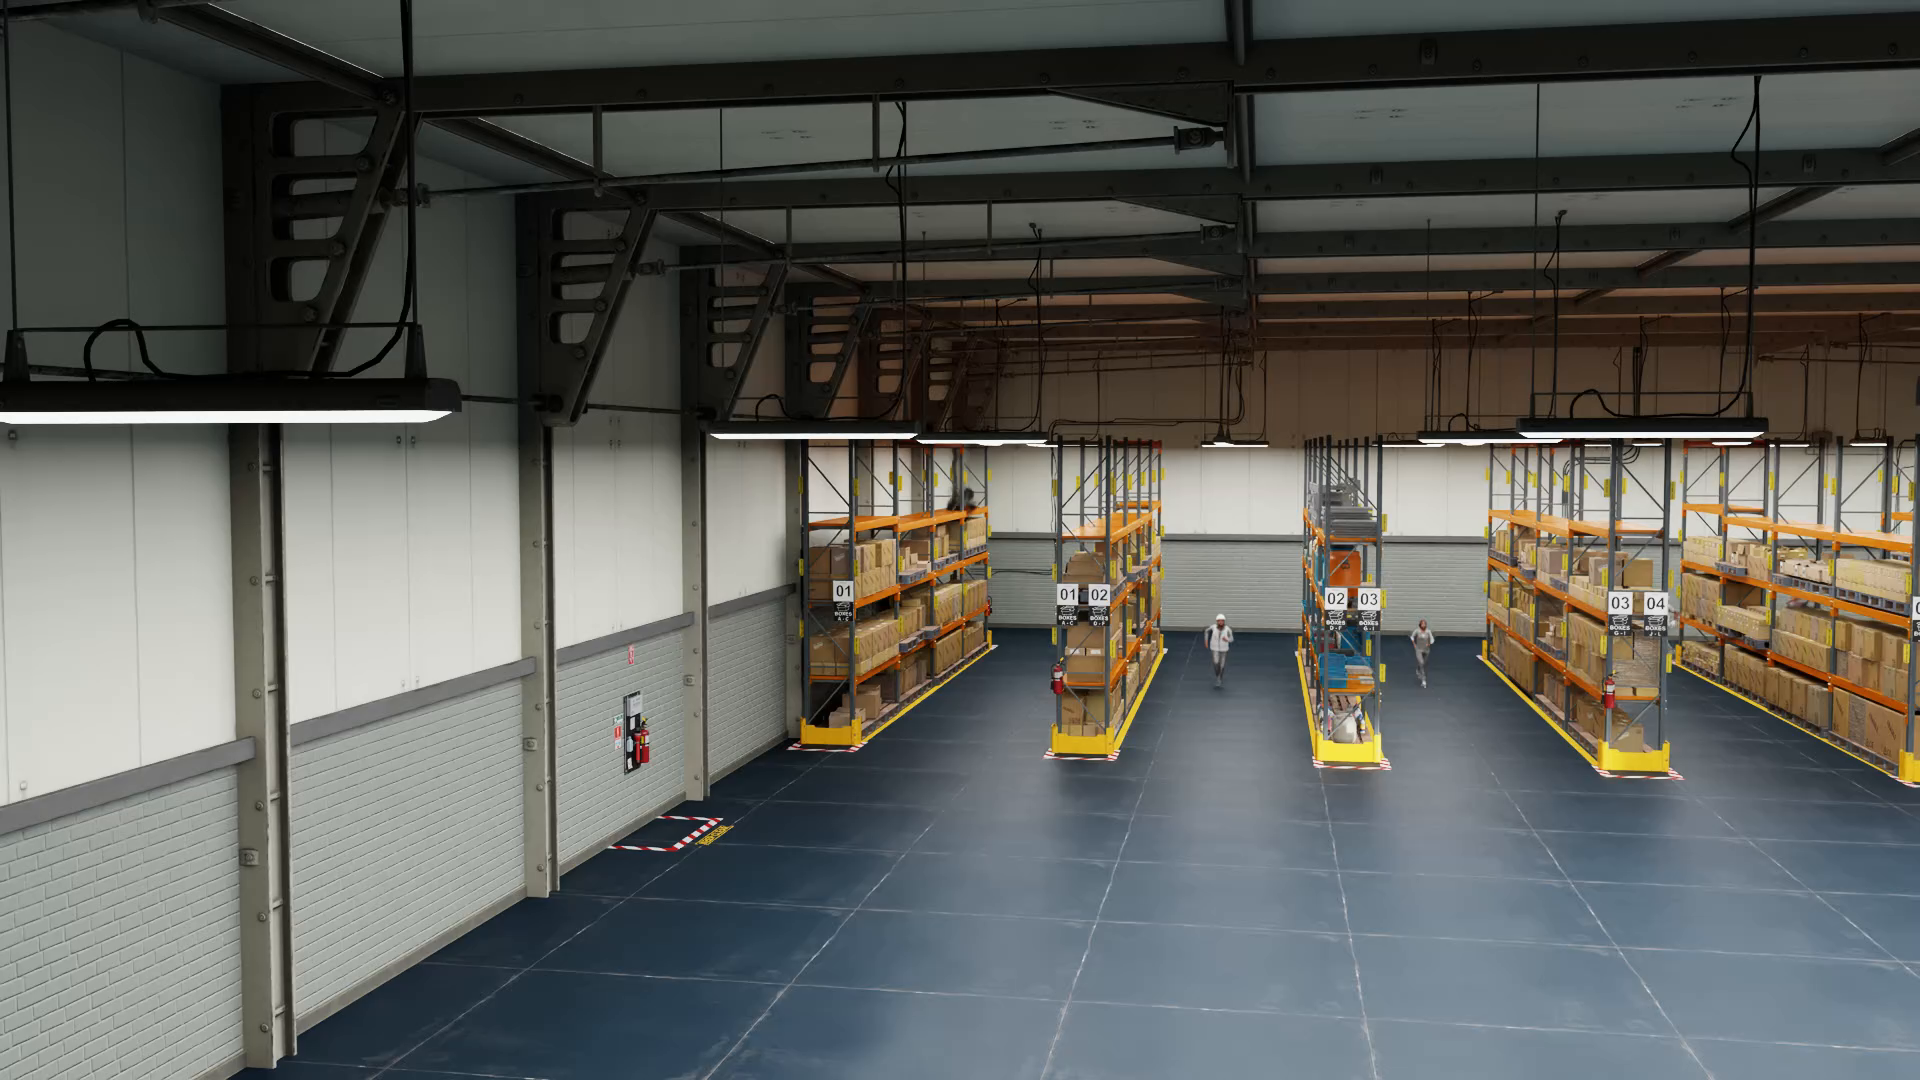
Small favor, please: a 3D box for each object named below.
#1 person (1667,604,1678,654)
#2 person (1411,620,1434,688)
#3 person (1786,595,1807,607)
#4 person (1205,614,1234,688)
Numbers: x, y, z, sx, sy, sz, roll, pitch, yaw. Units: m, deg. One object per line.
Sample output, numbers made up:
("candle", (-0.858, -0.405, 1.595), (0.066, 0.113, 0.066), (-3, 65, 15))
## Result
("person", (19.226, 2.384, 45.539), (0.884, 1.822, 0.699), (-1, 3, -18))
("person", (11.302, 2.738, 40.602), (0.506, 1.600, 1.033), (0, 3, -1))
("person", (23.203, 2.329, 46.292), (1.007, 1.767, 0.709), (-1, 3, -15))
("person", (6.258, 2.671, 40.145), (0.681, 1.780, 0.822), (0, 3, 6))
